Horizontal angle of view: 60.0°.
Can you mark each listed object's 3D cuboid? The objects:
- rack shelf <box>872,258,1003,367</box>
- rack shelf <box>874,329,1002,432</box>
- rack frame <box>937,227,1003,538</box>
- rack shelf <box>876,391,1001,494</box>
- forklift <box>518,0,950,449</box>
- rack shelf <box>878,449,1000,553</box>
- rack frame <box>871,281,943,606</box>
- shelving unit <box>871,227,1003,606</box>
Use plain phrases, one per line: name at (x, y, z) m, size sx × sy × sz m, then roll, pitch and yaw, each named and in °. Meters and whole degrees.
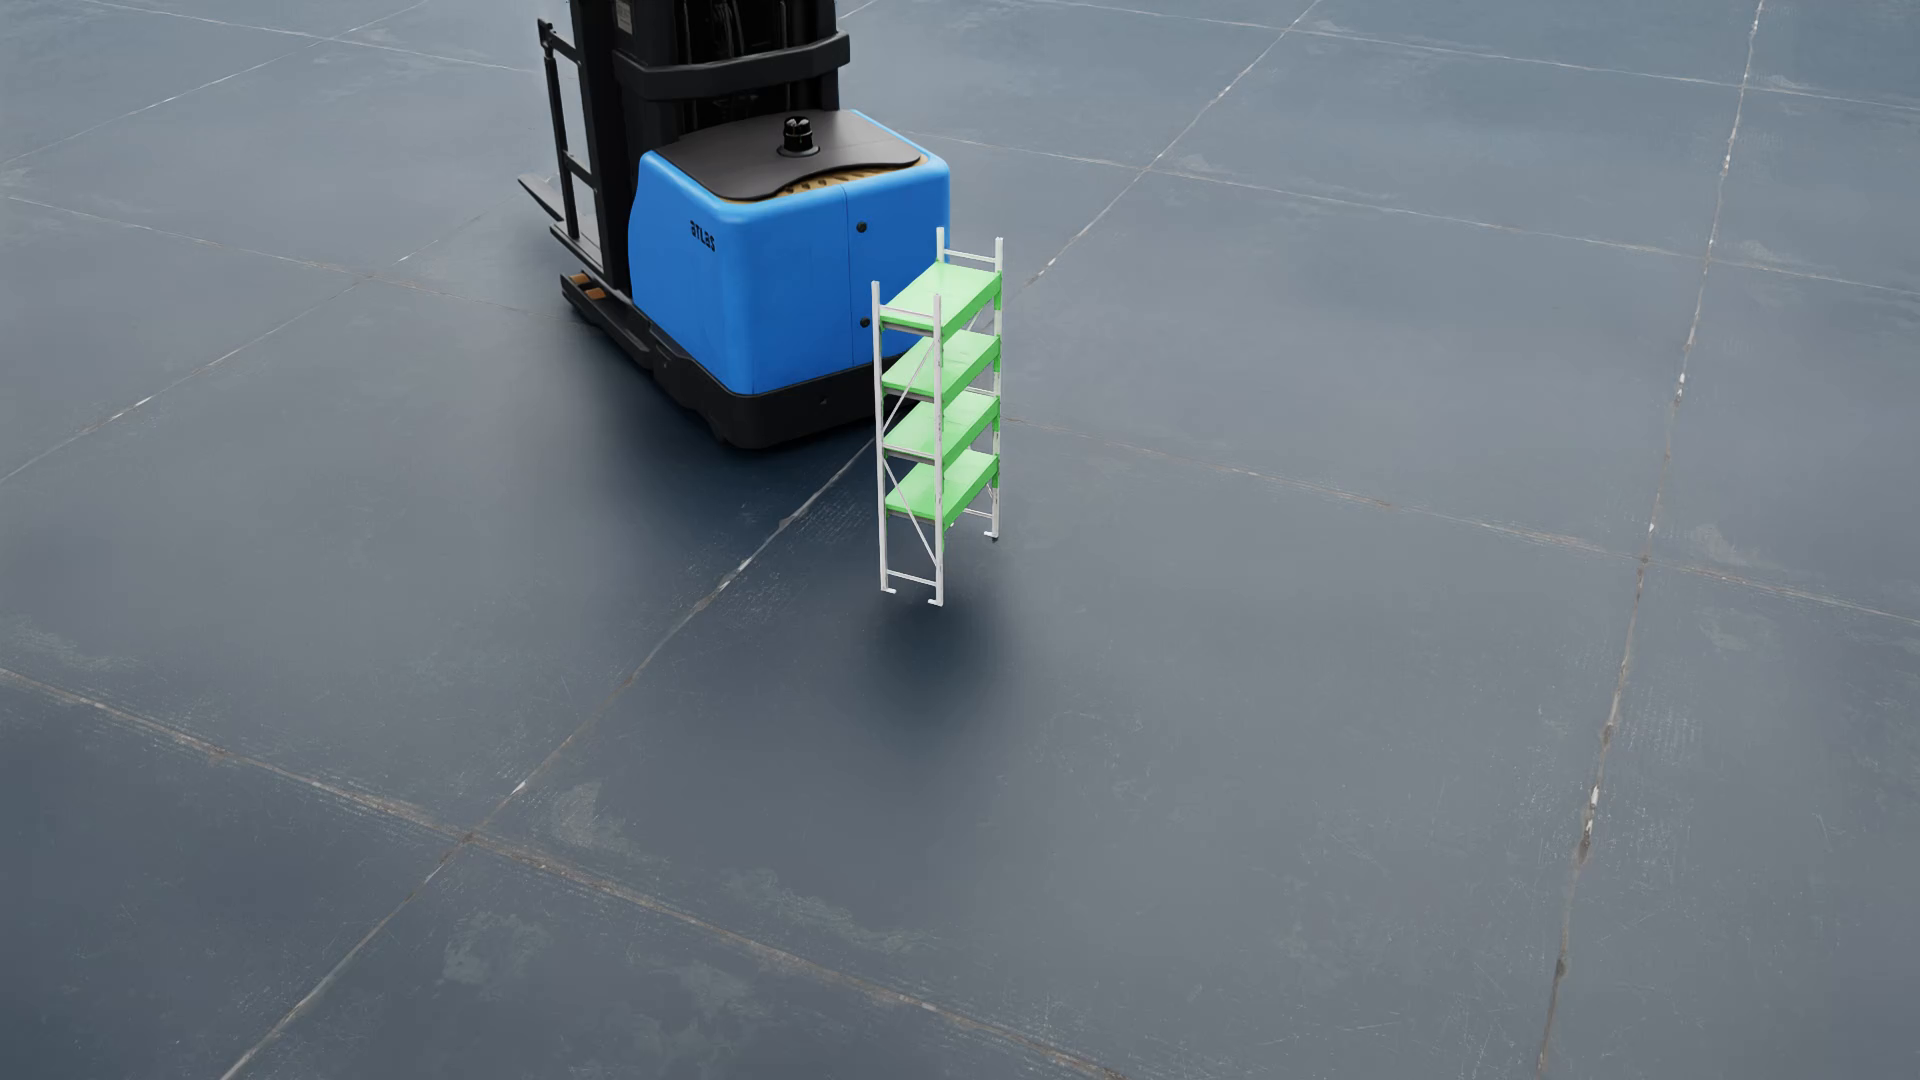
rack shelf at (-0.069, -0.767, 5.567) m, size 0.258 × 0.148 × 0.480 m, roll 14°, pitch 36°, yaw 20°
rack shelf at (-0.069, -0.567, 5.699) m, size 0.258 × 0.148 × 0.480 m, roll 14°, pitch 36°, yaw 20°
rack frame at (0.033, -0.541, 5.981) m, size 0.240 × 1.200 × 0.015 m, roll 14°, pitch 36°, yaw 20°
rack shelf at (-0.069, -0.366, 5.830) m, size 0.258 × 0.148 × 0.480 m, roll 14°, pitch 36°, yaw 20°
forklift at (-1.239, -2.362, 7.179) m, size 1.130 × 2.935 × 3.031 m, roll -19°, pitch 38°, yaw -27°
rack shelf at (-0.069, -0.165, 5.962) m, size 0.258 × 0.148 × 0.480 m, roll 14°, pitch 36°, yaw 20°
rack frame at (-0.171, -0.298, 5.610) m, size 0.240 × 1.200 × 0.015 m, roll 14°, pitch 36°, yaw 20°
shelving unit at (-0.069, -0.419, 5.795) m, size 0.258 × 1.200 × 0.503 m, roll 14°, pitch 36°, yaw 20°
